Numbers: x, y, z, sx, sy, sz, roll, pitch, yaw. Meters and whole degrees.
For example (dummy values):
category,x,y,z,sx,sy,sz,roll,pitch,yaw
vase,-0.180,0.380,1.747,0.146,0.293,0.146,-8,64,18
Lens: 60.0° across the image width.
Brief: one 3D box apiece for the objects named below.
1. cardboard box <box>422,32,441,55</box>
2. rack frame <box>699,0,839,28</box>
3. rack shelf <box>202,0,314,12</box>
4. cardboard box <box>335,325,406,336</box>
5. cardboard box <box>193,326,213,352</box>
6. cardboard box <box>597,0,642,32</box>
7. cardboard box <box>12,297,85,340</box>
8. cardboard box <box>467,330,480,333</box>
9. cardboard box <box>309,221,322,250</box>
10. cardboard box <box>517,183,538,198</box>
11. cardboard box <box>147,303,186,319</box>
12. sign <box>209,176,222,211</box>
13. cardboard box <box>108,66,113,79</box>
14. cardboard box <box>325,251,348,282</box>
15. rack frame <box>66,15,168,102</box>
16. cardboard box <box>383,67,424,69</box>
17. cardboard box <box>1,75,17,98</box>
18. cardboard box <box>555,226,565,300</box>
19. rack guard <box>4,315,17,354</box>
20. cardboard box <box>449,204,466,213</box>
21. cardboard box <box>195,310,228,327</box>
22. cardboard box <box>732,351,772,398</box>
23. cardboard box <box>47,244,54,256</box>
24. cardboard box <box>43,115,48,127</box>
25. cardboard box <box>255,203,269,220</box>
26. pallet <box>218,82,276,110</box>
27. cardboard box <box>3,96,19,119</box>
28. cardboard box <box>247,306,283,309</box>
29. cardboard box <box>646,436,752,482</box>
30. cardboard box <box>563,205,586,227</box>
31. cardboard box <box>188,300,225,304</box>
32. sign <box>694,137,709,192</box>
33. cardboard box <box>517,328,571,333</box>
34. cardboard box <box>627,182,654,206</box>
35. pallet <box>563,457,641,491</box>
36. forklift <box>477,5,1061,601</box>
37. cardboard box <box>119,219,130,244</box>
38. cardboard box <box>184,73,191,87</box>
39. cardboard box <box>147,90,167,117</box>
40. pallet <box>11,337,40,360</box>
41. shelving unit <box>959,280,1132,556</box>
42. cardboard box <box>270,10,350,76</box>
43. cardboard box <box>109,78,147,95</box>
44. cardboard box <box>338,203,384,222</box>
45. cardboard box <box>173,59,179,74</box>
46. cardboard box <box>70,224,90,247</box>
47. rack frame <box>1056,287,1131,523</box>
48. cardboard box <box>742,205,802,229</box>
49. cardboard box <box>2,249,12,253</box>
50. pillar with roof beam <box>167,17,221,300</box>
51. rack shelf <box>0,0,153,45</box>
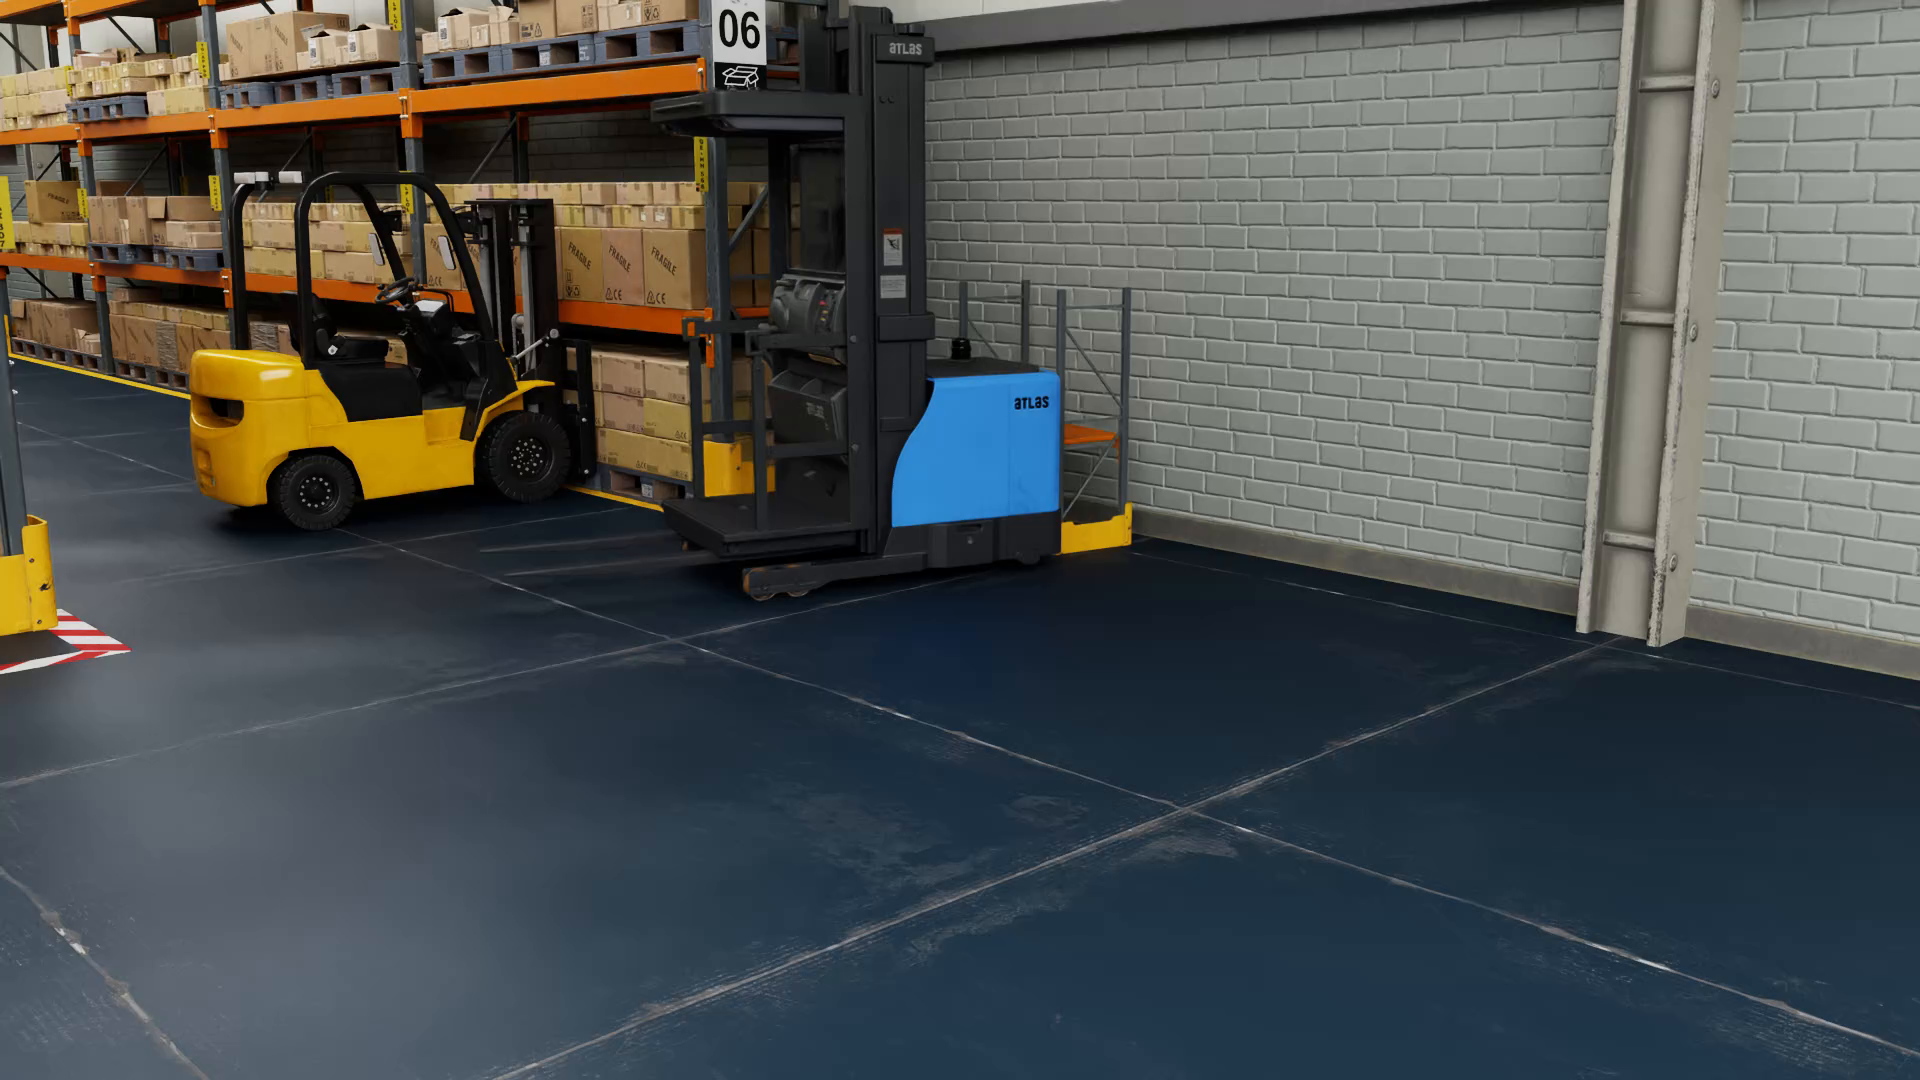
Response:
category,x,y,z,sx,sy,sz,roll,pitch,yaw
cardboard box,-3.844,-3.758,12.617,0.380,0.149,0.250,-10,16,-41
rack frame,-1.172,-4.619,10.032,1.000,3.000,0.127,-11,16,-43
rack shelf,-5.315,-4.947,14.395,1.077,0.370,4.000,-11,16,-43
cardboard box,-5.353,-1.606,15.116,0.625,0.625,0.875,11,16,43
cardboard box,-7.482,-1.936,17.030,0.500,0.500,0.500,-11,16,-43
cardboard box,-2.139,-3.455,10.857,0.396,0.266,0.258,-11,16,-42
cardboard box,-11.867,-2.897,21.683,0.637,0.503,0.797,11,16,43
cardboard box,-3.827,-1.499,13.050,0.500,0.250,0.500,-11,16,-43
cardboard box,-5.502,-2.698,14.706,0.500,0.250,0.500,-11,16,-42
cardboard box,-2.981,-2.512,12.080,0.380,0.149,0.250,-11,16,-43
cardboard box,-8.626,-2.497,18.143,0.380,0.149,0.250,-11,16,-43
sign,-7.082,-3.300,15.821,0.100,0.325,0.005,-11,16,-43
cardboard box,-8.774,-4.939,17.614,0.380,0.149,0.250,-11,16,-42
cardboard box,-5.143,-2.378,14.391,0.500,0.250,0.500,-11,16,-42
rack frame,-9.459,-6.371,18.532,1.000,3.000,0.127,-11,16,-43
cardboard box,-4.638,-4.037,13.971,0.380,0.149,0.250,-11,16,-43
cardboard box,-11.402,-5.554,20.399,0.500,0.250,0.500,-11,16,-43
cardboard box,-2.762,-1.989,11.883,0.500,0.500,0.500,-11,16,-42
rack guard,-12.168,-2.781,22.169,1.175,0.500,0.348,-11,16,-43
cardboard box,-3.724,-2.511,12.809,0.380,0.149,0.250,-10,16,-41
cardboard box,-7.581,-2.265,17.016,0.250,0.149,0.380,11,16,43
cardboard box,-1.367,-1.126,11.240,0.500,0.250,0.500,-11,16,-43
cardboard box,-10.914,-3.548,20.323,0.380,0.149,0.250,-11,16,-43
cardboard box,-10.596,-4.946,19.673,0.380,0.149,0.250,-10,15,-41
cardboard box,-6.308,-3.055,15.451,0.380,0.149,0.250,-10,16,-41
pallet,-6.163,-4.139,15.600,1.213,0.211,1.003,-10,15,-40
cardboard box,-11.402,-5.307,20.437,0.500,0.250,0.500,11,16,43
cardboard box,-7.345,-2.387,17.612,0.250,0.149,0.380,11,16,43
cardboard box,-1.725,-0.565,10.991,0.500,0.250,0.500,-11,16,-42
cardboard box,-2.517,-2.243,11.510,0.380,0.149,0.250,-11,16,-42
cardboard box,-8.440,-2.612,18.704,0.250,0.149,0.380,11,16,42
sign,-1.574,-2.291,10.139,0.100,0.325,0.005,-11,16,-43
cardboard box,-3.454,-1.569,13.387,0.500,0.250,0.500,-10,16,-41
cardboard box,-1.964,-2.282,10.963,0.380,0.149,0.250,-10,16,-41
pallet,-2.568,-0.599,12.296,1.003,0.211,1.213,-11,16,-43
forklift,-0.989,-1.248,8.704,3.031,2.935,1.130,-6,13,-27
cardboard box,-8.777,-3.316,17.865,0.396,0.266,0.258,-10,15,-40
cardboard box,-7.443,-4.540,16.465,0.380,0.149,0.250,-10,16,-41
cardboard box,-7.920,-4.432,16.926,0.500,0.250,0.500,-11,16,-43
pallet,-11.617,-2.523,21.635,1.003,0.211,1.213,-11,16,-43
shelving unit,0.480,-0.768,9.923,0.587,1.500,1.083,-7,14,-32
cardboard box,-5.669,-4.333,14.540,0.500,0.500,0.500,-10,16,-41
cardboard box,-8.664,-4.747,17.419,0.380,0.149,0.250,-10,16,-41
cardboard box,-5.066,-2.795,14.191,0.250,0.149,0.380,11,16,44
cardboard box,-7.618,-4.722,16.610,0.380,0.149,0.250,-11,16,-43
cardboard box,-9.987,-3.545,19.318,0.500,0.250,0.500,-10,16,-41
rack frame,0.757,-0.680,9.495,0.500,1.500,0.032,-7,14,-32
cardboard box,-1.218,-2.133,10.977,0.250,0.149,0.380,11,16,44
cardboard box,-12.192,-3.807,21.578,0.380,0.149,0.250,-11,16,-43
pillar with roof beam,-12.401,-5.998,16.723,9.100,9.000,0.400,-11,16,-43
rack shelf,-10.840,-6.309,20.022,1.077,0.370,4.000,-11,16,-43
